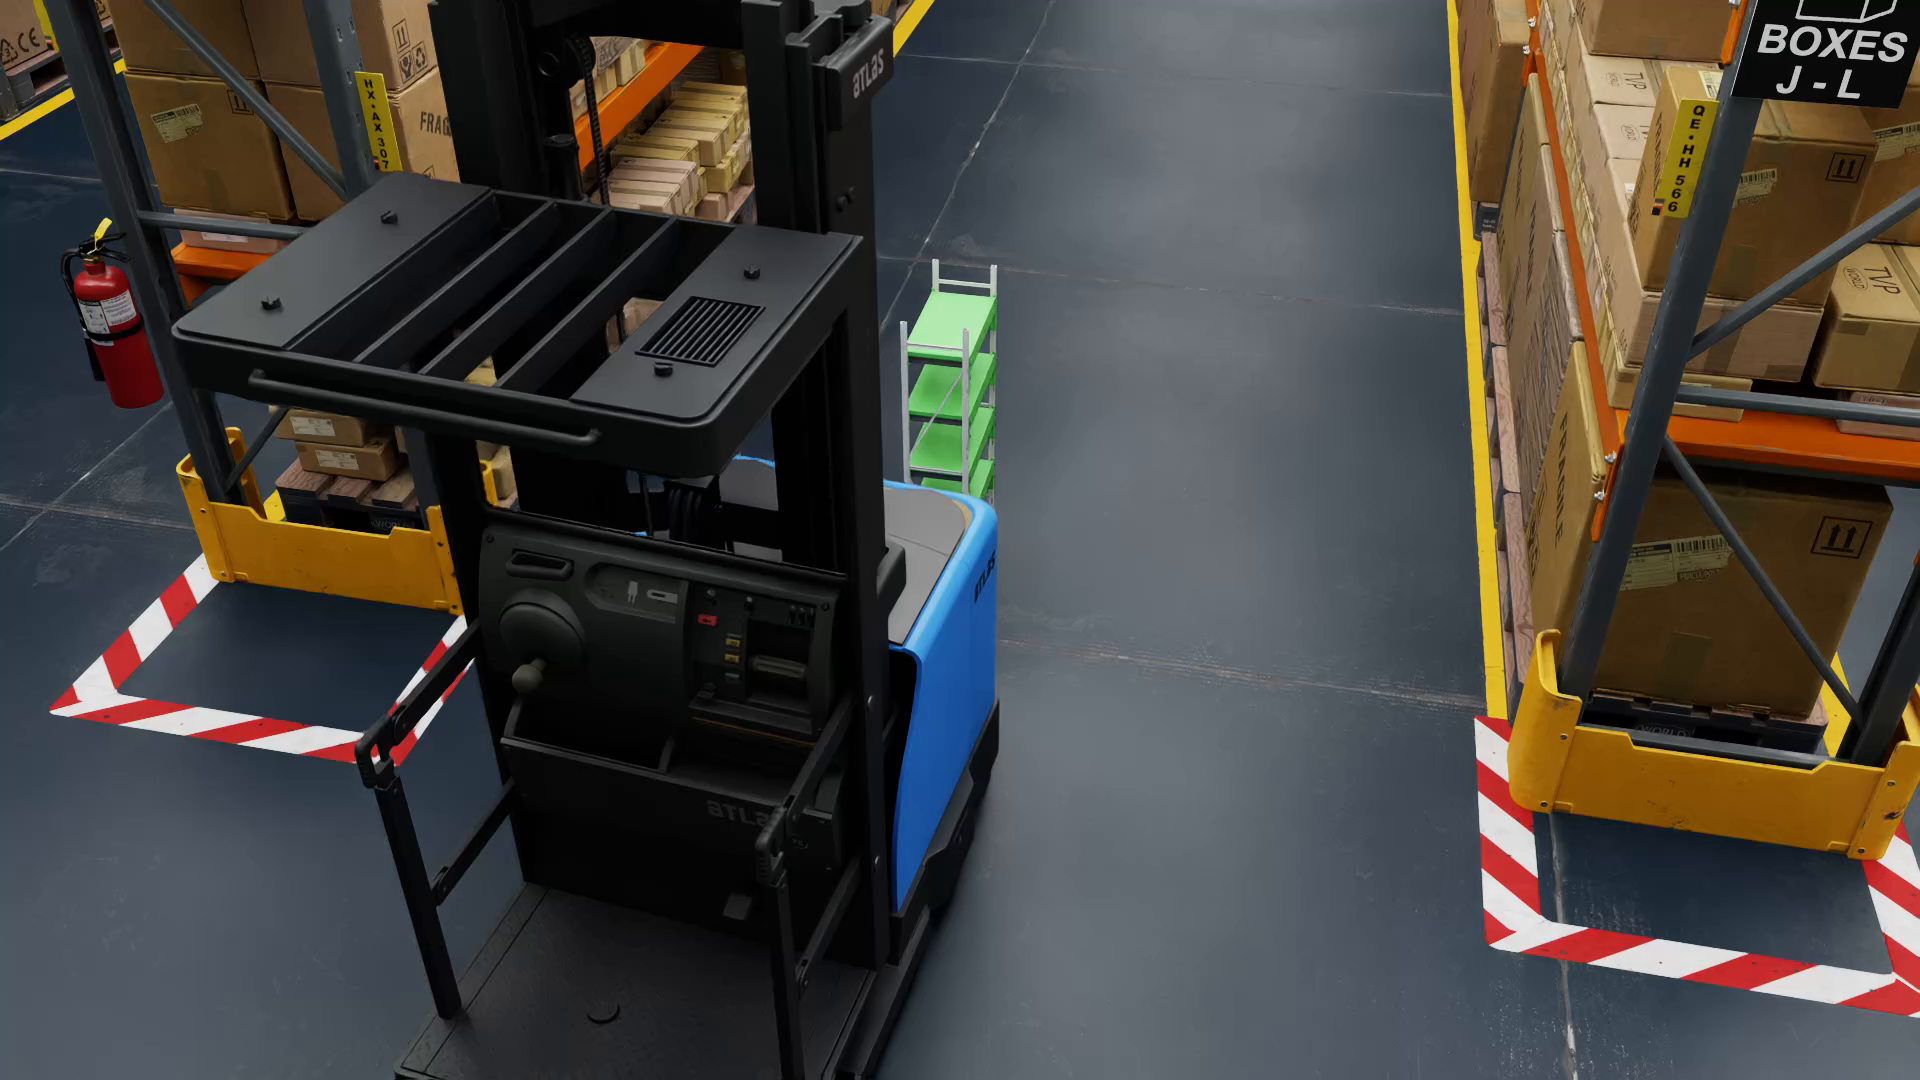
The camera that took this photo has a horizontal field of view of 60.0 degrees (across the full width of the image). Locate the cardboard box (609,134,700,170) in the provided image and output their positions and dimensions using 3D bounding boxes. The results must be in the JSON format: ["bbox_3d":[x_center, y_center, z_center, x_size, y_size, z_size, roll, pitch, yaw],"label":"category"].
[{"bbox_3d":[-1.541,-1.923,8.411,0.380,0.149,0.250,8,37,11],"label":"cardboard box"}]

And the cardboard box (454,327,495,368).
[{"bbox_3d":[-1.995,-0.731,6.767,0.380,0.149,0.250,8,37,11],"label":"cardboard box"}]

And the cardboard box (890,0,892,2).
[{"bbox_3d":[-0.671,-4.081,11.596,0.500,0.500,0.500,9,37,12],"label":"cardboard box"}]

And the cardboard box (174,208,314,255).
[{"bbox_3d":[-2.587,-1.164,6.014,0.380,0.149,0.250,7,37,10],"label":"cardboard box"}]

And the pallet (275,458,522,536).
[{"bbox_3d":[-2.156,-0.419,7.149,1.003,0.211,1.213,7,37,10],"label":"pallet"}]

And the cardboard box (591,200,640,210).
[{"bbox_3d":[-1.715,-1.471,7.788,0.380,0.149,0.250,7,37,10],"label":"cardboard box"}]

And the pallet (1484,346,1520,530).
[{"bbox_3d":[2.801,-0.400,7.122,1.003,0.211,1.213,7,37,10],"label":"pallet"}]

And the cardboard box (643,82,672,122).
[{"bbox_3d":[-1.802,-2.422,9.100,0.380,0.149,0.250,9,37,12],"label":"cardboard box"}]

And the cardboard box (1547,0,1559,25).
[{"bbox_3d":[2.942,-2.480,7.490,0.500,0.250,0.500,7,36,9],"label":"cardboard box"}]

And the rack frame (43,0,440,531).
[{"bbox_3d":[-2.380,-1.043,5.634,1.000,3.000,0.127,7,37,10],"label":"rack frame"}]

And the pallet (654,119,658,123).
[{"bbox_3d":[-1.361,-2.654,10.232,1.003,0.211,1.213,7,37,10],"label":"pallet"}]

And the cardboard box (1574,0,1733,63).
[{"bbox_3d":[2.727,-2.198,6.461,0.500,0.500,0.500,6,36,8],"label":"cardboard box"}]

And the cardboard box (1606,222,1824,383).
[{"bbox_3d":[2.288,-0.735,5.082,0.500,0.250,0.500,7,36,9],"label":"cardboard box"}]

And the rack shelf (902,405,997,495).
[{"bbox_3d":[-0.035,-0.339,6.304,0.258,0.148,0.480,7,37,10],"label":"rack shelf"}]

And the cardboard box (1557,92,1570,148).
[{"bbox_3d":[2.633,-1.684,6.732,0.380,0.149,0.250,8,37,11],"label":"cardboard box"}]

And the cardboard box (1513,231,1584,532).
[{"bbox_3d":[2.696,-0.572,6.436,0.875,0.875,0.875,7,37,10],"label":"cardboard box"}]

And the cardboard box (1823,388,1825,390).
[{"bbox_3d":[2.895,-0.572,5.197,0.380,0.149,0.250,7,36,9],"label":"cardboard box"}]

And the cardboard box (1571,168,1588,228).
[{"bbox_3d":[2.470,-1.242,6.122,0.380,0.149,0.250,7,37,10],"label":"cardboard box"}]

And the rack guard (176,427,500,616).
[{"bbox_3d":[-2.364,-0.075,6.427,1.175,0.500,0.348,7,37,10],"label":"rack guard"}]

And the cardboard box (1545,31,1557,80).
[{"bbox_3d":[2.798,-2.126,7.341,0.380,0.149,0.250,8,37,11],"label":"cardboard box"}]

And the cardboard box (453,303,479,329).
[{"bbox_3d":[-2.279,-0.957,7.333,0.380,0.149,0.250,7,37,9],"label":"cardboard box"}]

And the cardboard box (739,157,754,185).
[{"bbox_3d":[-1.277,-2.085,9.142,0.380,0.149,0.250,8,37,11],"label":"cardboard box"}]

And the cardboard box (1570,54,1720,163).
[{"bbox_3d":[2.612,-1.616,6.298,0.500,0.250,0.500,7,37,10],"label":"cardboard box"}]

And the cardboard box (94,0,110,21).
[{"bbox_3d":[-6.144,-4.093,11.294,0.875,0.875,0.875,8,37,11],"label":"cardboard box"}]

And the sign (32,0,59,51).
[{"bbox_3d":[-2.918,-1.721,5.313,0.100,0.325,0.005,7,37,10],"label":"sign"}]

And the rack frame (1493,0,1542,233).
[{"bbox_3d":[3.298,-2.657,7.860,1.000,3.000,0.127,7,37,10],"label":"rack frame"}]

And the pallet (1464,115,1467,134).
[{"bbox_3d":[3.648,-2.681,10.270,1.003,0.211,1.213,7,37,10],"label":"pallet"}]

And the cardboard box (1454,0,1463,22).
[{"bbox_3d":[3.985,-3.867,10.982,1.225,0.875,0.875,6,36,8],"label":"cardboard box"}]

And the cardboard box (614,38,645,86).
[{"bbox_3d":[-1.622,-2.137,7.356,0.380,0.149,0.250,8,37,11],"label":"cardboard box"}]

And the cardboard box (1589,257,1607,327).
[{"bbox_3d":[2.307,-0.801,5.514,0.380,0.149,0.250,7,37,10],"label":"cardboard box"}]

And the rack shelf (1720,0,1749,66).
[{"bbox_3d":[2.871,-2.434,5.609,1.077,0.370,4.000,7,37,10],"label":"rack shelf"}]

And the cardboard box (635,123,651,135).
[{"bbox_3d":[-1.882,-2.149,8.977,0.380,0.149,0.250,8,37,10],"label":"cardboard box"}]

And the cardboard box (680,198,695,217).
[{"bbox_3d":[-1.553,-1.660,8.302,0.380,0.149,0.250,8,37,11],"label":"cardboard box"}]

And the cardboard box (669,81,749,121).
[{"bbox_3d":[-1.348,-2.357,9.010,0.380,0.149,0.250,8,37,11],"label":"cardboard box"}]

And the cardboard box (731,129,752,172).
[{"bbox_3d":[-1.328,-2.096,8.904,0.380,0.149,0.250,6,36,8],"label":"cardboard box"}]

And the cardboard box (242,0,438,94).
[{"bbox_3d":[-2.025,-1.833,5.533,0.500,0.500,0.500,7,37,10],"label":"cardboard box"}]

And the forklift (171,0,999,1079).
[{"bbox_3d":[-0.802,0.294,3.847,1.130,2.935,3.031,11,37,14],"label":"forklift"}]

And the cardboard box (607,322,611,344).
[{"bbox_3d":[-1.810,-0.914,7.526,0.380,0.149,0.250,7,37,10],"label":"cardboard box"}]

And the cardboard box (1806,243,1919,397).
[{"bbox_3d":[2.810,-0.665,4.986,0.500,0.250,0.500,6,36,9],"label":"cardboard box"}]

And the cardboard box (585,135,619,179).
[{"bbox_3d":[-1.958,-1.968,8.473,0.380,0.149,0.250,6,36,9],"label":"cardboard box"}]

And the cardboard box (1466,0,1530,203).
[{"bbox_3d":[3.415,-2.336,8.870,1.225,0.875,0.875,7,37,10],"label":"cardboard box"}]

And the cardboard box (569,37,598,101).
[{"bbox_3d":[-1.808,-2.016,6.637,0.500,0.500,0.500,8,37,11],"label":"cardboard box"}]

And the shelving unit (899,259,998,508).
[{"bbox_3d":[-0.035,-0.391,6.267,0.258,1.200,0.503,7,37,10],"label":"shelving unit"}]

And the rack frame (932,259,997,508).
[{"bbox_3d":[0.017,-0.531,6.460,0.240,1.200,0.015,7,37,10],"label":"rack frame"}]

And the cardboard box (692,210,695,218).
[{"bbox_3d":[-1.582,-1.651,8.543,0.380,0.149,0.250,6,36,9],"label":"cardboard box"}]
